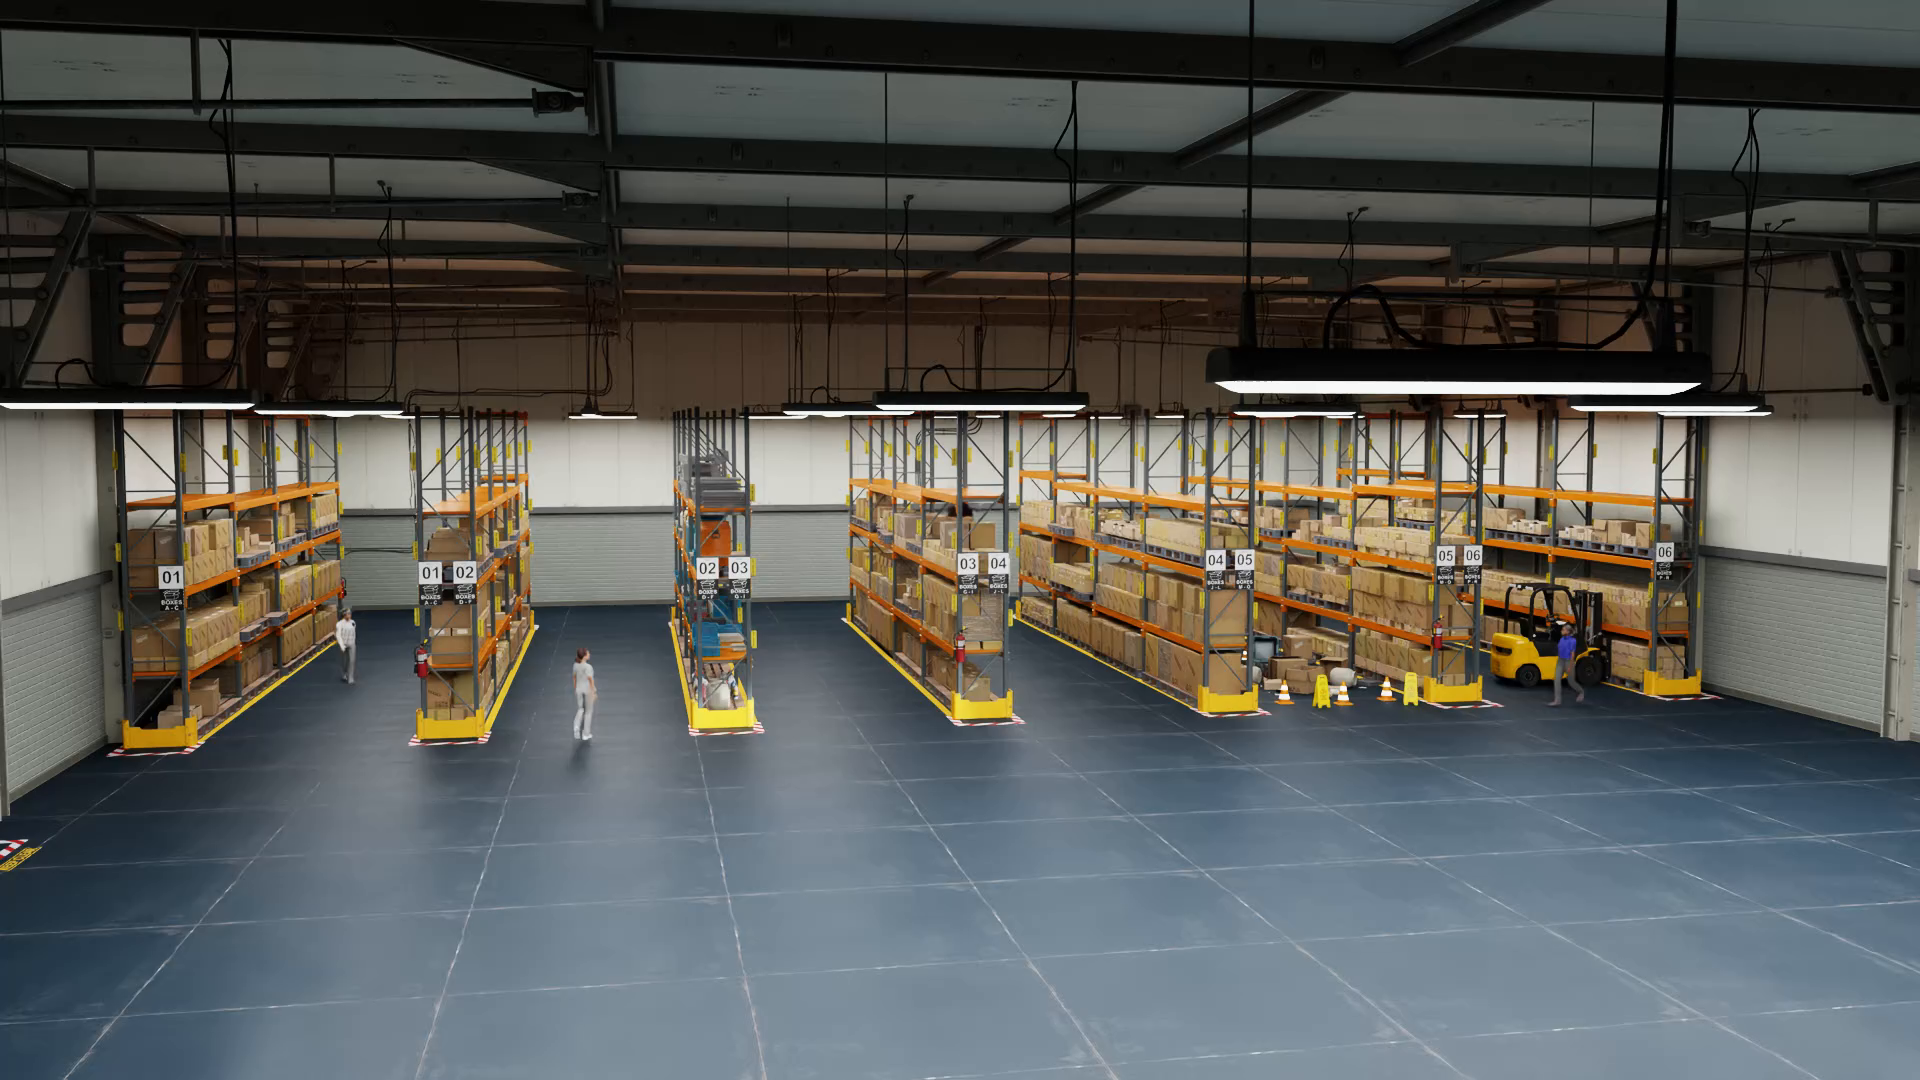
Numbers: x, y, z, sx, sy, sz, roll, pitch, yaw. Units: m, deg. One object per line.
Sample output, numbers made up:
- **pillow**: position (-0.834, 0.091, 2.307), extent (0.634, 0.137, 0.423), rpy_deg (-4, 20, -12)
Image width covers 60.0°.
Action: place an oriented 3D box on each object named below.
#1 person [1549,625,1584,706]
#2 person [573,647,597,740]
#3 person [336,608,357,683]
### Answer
- **person**: position (12.239, 2.522, 33.520), extent (0.805, 1.618, 0.420), rpy_deg (-3, 5, -35)
- **person**: position (-6.741, 2.754, 29.827), extent (0.456, 1.662, 0.485), rpy_deg (1, 4, 15)
- **person**: position (-13.446, 2.297, 36.471), extent (0.431, 1.638, 0.958), rpy_deg (-1, 4, -18)
